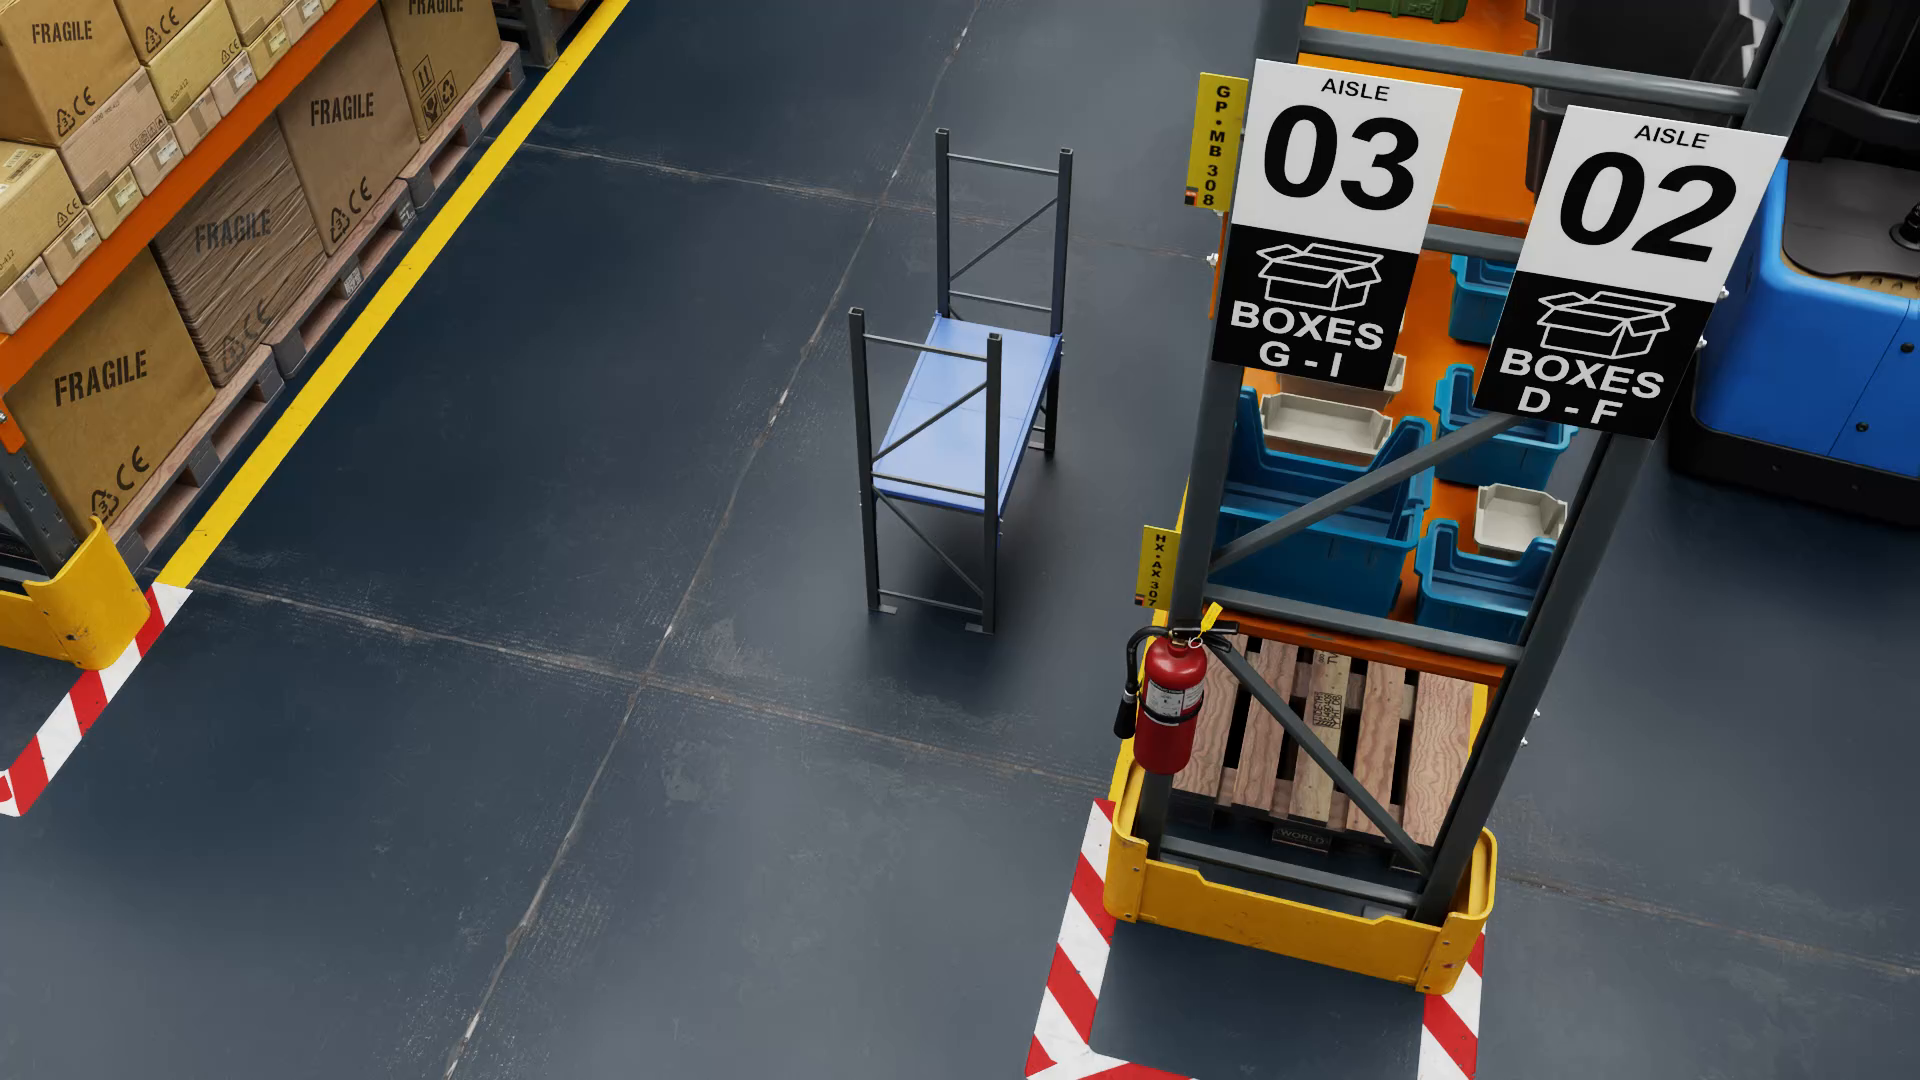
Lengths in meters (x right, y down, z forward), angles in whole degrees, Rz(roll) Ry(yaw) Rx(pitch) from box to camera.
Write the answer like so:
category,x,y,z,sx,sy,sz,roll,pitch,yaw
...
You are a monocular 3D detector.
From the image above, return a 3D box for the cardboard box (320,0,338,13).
category,x,y,z,sx,sy,sz,roll,pitch,yaw
cardboard box,-2.760,-2.342,6.903,0.380,0.149,0.250,11,49,9

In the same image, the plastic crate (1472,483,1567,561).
category,x,y,z,sx,sy,sz,roll,pitch,yaw
plastic crate,1.615,-0.031,4.832,0.250,0.136,0.298,12,50,10

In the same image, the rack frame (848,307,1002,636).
category,x,y,z,sx,sy,sz,roll,pitch,yaw
rack frame,-0.111,-0.190,5.836,0.500,1.500,0.032,12,50,10

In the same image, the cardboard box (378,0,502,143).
category,x,y,z,sx,sy,sz,roll,pitch,yaw
cardboard box,-2.908,-2.614,8.113,0.875,0.875,0.875,12,50,10

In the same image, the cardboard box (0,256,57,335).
category,x,y,z,sx,sy,sz,roll,pitch,yaw
cardboard box,-3.298,-0.855,5.591,0.380,0.149,0.250,12,50,10

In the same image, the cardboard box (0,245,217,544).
category,x,y,z,sx,sy,sz,roll,pitch,yaw
cardboard box,-3.619,-0.661,6.389,0.875,0.875,0.875,12,50,10

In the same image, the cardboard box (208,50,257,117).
category,x,y,z,sx,sy,sz,roll,pitch,yaw
cardboard box,-2.962,-1.786,6.412,0.380,0.149,0.250,11,50,10

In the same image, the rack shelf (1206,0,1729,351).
category,x,y,z,sx,sy,sz,roll,pitch,yaw
rack shelf,1.594,-1.971,4.887,1.077,0.370,4.000,12,50,10

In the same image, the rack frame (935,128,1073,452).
category,x,y,z,sx,sy,sz,roll,pitch,yaw
rack frame,0.156,-0.926,6.486,0.500,1.500,0.032,12,50,10

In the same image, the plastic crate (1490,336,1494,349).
category,x,y,z,sx,sy,sz,roll,pitch,yaw
plastic crate,1.793,-0.522,5.265,0.250,0.136,0.298,12,50,10

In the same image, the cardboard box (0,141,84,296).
category,x,y,z,sx,sy,sz,roll,pitch,yaw
cardboard box,-3.323,-1.090,5.531,0.500,0.250,0.500,10,49,9

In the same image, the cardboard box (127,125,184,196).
category,x,y,z,sx,sy,sz,roll,pitch,yaw
cardboard box,-3.098,-1.415,6.085,0.380,0.149,0.250,11,49,9

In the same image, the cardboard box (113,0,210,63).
category,x,y,z,sx,sy,sz,roll,pitch,yaw
cardboard box,-3.061,-2.075,5.901,0.500,0.500,0.500,10,49,9

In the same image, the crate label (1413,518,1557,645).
category,x,y,z,sx,sy,sz,roll,pitch,yaw
crate label,1.451,0.152,4.605,0.416,0.233,0.303,12,50,10

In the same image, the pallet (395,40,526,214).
category,x,y,z,sx,sy,sz,roll,pitch,yaw
pallet,-2.933,-2.183,8.455,1.003,0.211,1.213,12,50,10

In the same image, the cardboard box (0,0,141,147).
category,x,y,z,sx,sy,sz,roll,pitch,yaw
cardboard box,-3.192,-1.699,5.570,0.500,0.500,0.500,10,49,9

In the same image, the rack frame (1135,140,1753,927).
category,x,y,z,sx,sy,sz,roll,pitch,yaw
rack frame,1.068,0.231,4.465,1.000,3.000,0.127,12,50,10

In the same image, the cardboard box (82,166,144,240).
category,x,y,z,sx,sy,sz,roll,pitch,yaw
cardboard box,-3.165,-1.227,5.918,0.380,0.149,0.250,11,49,9

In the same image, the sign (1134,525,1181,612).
category,x,y,z,sx,sy,sz,roll,pitch,yaw
sign,0.533,0.080,4.489,0.100,0.325,0.005,12,50,10

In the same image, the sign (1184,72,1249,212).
category,x,y,z,sx,sy,sz,roll,pitch,yaw
sign,0.533,-0.824,3.465,0.100,0.325,0.005,12,50,10

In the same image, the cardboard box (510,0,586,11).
category,x,y,z,sx,sy,sz,roll,pitch,yaw
cardboard box,-2.508,-3.543,8.932,1.225,0.875,0.875,12,50,10

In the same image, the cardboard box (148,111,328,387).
category,x,y,z,sx,sy,sz,roll,pitch,yaw
cardboard box,-3.379,-1.320,6.970,0.875,0.875,0.875,12,50,10

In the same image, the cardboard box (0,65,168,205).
category,x,y,z,sx,sy,sz,roll,pitch,yaw
cardboard box,-3.193,-1.467,5.864,0.500,0.250,0.500,11,49,10

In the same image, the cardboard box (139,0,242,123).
category,x,y,z,sx,sy,sz,roll,pitch,yaw
cardboard box,-3.057,-1.830,6.185,0.500,0.250,0.500,10,49,9

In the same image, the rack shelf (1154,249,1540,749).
category,x,y,z,sx,sy,sz,roll,pitch,yaw
rack shelf,1.594,-0.978,6.011,1.077,0.370,4.000,12,50,10

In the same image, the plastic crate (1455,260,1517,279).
category,x,y,z,sx,sy,sz,roll,pitch,yaw
plastic crate,1.876,-1.017,5.637,0.416,0.233,0.300,12,50,10

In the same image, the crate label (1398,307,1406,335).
category,x,y,z,sx,sy,sz,roll,pitch,yaw
crate label,1.248,-0.741,5.458,0.396,0.136,0.243,12,50,10

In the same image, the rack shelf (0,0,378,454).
category,x,y,z,sx,sy,sz,roll,pitch,yaw
rack shelf,-3.184,-1.955,6.874,1.077,0.370,4.000,12,50,10

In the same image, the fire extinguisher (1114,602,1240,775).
category,x,y,z,sx,sy,sz,roll,pitch,yaw
fire extinguisher,0.590,0.399,4.616,0.296,0.674,0.183,12,50,10

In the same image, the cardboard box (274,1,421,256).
category,x,y,z,sx,sy,sz,roll,pitch,yaw
cardboard box,-3.145,-1.963,7.538,0.875,0.875,0.875,12,50,10

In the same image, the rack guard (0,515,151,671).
category,x,y,z,sx,sy,sz,roll,pitch,yaw
rack guard,-3.717,0.098,6.249,1.175,0.500,0.348,12,50,10

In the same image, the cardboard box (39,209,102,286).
category,x,y,z,sx,sy,sz,roll,pitch,yaw
cardboard box,-3.232,-1.041,5.755,0.380,0.149,0.250,11,49,9

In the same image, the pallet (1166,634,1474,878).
category,x,y,z,sx,sy,sz,roll,pitch,yaw
pallet,1.323,0.564,6.030,1.003,0.211,1.213,12,50,10

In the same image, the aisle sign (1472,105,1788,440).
category,x,y,z,sx,sy,sz,roll,pitch,yaw
aisle sign,1.336,-0.519,3.392,0.394,0.787,0.004,12,50,10

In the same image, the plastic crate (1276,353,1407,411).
category,x,y,z,sx,sy,sz,roll,pitch,yaw
plastic crate,1.198,-0.534,5.276,0.396,0.136,0.243,12,50,10

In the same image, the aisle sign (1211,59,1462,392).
category,x,y,z,sx,sy,sz,roll,pitch,yaw
aisle sign,0.766,-0.635,3.495,0.394,0.787,0.004,12,50,10

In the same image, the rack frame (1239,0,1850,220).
category,x,y,z,sx,sy,sz,roll,pitch,yaw
rack frame,1.068,-1.755,2.215,1.000,3.000,0.127,12,50,10

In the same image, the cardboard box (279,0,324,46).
category,x,y,z,sx,sy,sz,roll,pitch,yaw
cardboard box,-2.828,-2.158,6.741,0.380,0.149,0.250,12,50,11

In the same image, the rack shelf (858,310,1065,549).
category,x,y,z,sx,sy,sz,roll,pitch,yaw
rack shelf,0.022,-0.439,6.296,0.538,0.185,1.000,12,50,10

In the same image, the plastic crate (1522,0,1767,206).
category,x,y,z,sx,sy,sz,roll,pitch,yaw
plastic crate,1.438,-0.942,3.586,0.497,0.269,0.590,12,50,10

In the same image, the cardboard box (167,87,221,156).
category,x,y,z,sx,sy,sz,roll,pitch,yaw
cardboard box,-3.030,-1.599,6.247,0.380,0.149,0.250,11,49,9

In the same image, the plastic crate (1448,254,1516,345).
category,x,y,z,sx,sy,sz,roll,pitch,yaw
plastic crate,1.797,-0.800,5.446,0.416,0.233,0.300,12,50,10

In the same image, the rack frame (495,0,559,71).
category,x,y,z,sx,sy,sz,roll,pitch,yaw
rack frame,-2.657,-3.640,7.881,1.000,3.000,0.127,12,50,10

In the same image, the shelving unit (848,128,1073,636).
category,x,y,z,sx,sy,sz,roll,pitch,yaw
shelving unit,0.022,-0.558,6.161,0.538,1.500,1.048,12,50,10

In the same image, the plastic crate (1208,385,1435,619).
category,x,y,z,sx,sy,sz,roll,pitch,yaw
plastic crate,0.976,-0.080,4.675,0.616,0.435,0.499,12,50,10

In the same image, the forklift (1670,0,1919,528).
category,x,y,z,sx,sy,sz,roll,pitch,yaw
forklift,3.942,-2.146,6.608,1.130,2.935,3.031,16,50,13

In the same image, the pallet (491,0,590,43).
category,x,y,z,sx,sy,sz,roll,pitch,yaw
pallet,-2.527,-3.290,9.432,1.003,0.211,1.213,12,50,10

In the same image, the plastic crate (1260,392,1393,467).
category,x,y,z,sx,sy,sz,roll,pitch,yaw
plastic crate,1.108,-0.328,5.093,0.396,0.136,0.243,12,50,10

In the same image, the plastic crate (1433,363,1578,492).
category,x,y,z,sx,sy,sz,roll,pitch,yaw
plastic crate,1.624,-0.324,5.026,0.416,0.233,0.300,12,50,10

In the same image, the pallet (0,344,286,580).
category,x,y,z,sx,sy,sz,roll,pitch,yaw
pallet,-3.575,-0.418,6.897,1.003,0.211,1.213,12,50,10

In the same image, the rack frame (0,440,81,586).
category,x,y,z,sx,sy,sz,roll,pitch,yaw
rack frame,-3.710,-0.747,5.327,1.000,3.000,0.127,12,50,10

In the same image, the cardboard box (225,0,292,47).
category,x,y,z,sx,sy,sz,roll,pitch,yaw
cardboard box,-2.925,-2.208,6.519,0.500,0.250,0.500,11,49,9

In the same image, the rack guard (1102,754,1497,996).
category,x,y,z,sx,sy,sz,roll,pitch,yaw
rack guard,1.074,1.078,5.384,1.175,0.500,0.348,12,50,10

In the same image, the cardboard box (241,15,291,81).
category,x,y,z,sx,sy,sz,roll,pitch,yaw
cardboard box,-2.895,-1.968,6.573,0.380,0.149,0.250,10,49,9

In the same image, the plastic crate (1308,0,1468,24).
category,x,y,z,sx,sy,sz,roll,pitch,yaw
plastic crate,1.052,-1.462,4.099,0.450,0.188,0.336,12,50,10

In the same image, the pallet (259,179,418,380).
category,x,y,z,sx,sy,sz,roll,pitch,yaw
pallet,-3.252,-1.298,7.673,1.003,0.211,1.213,12,50,10
